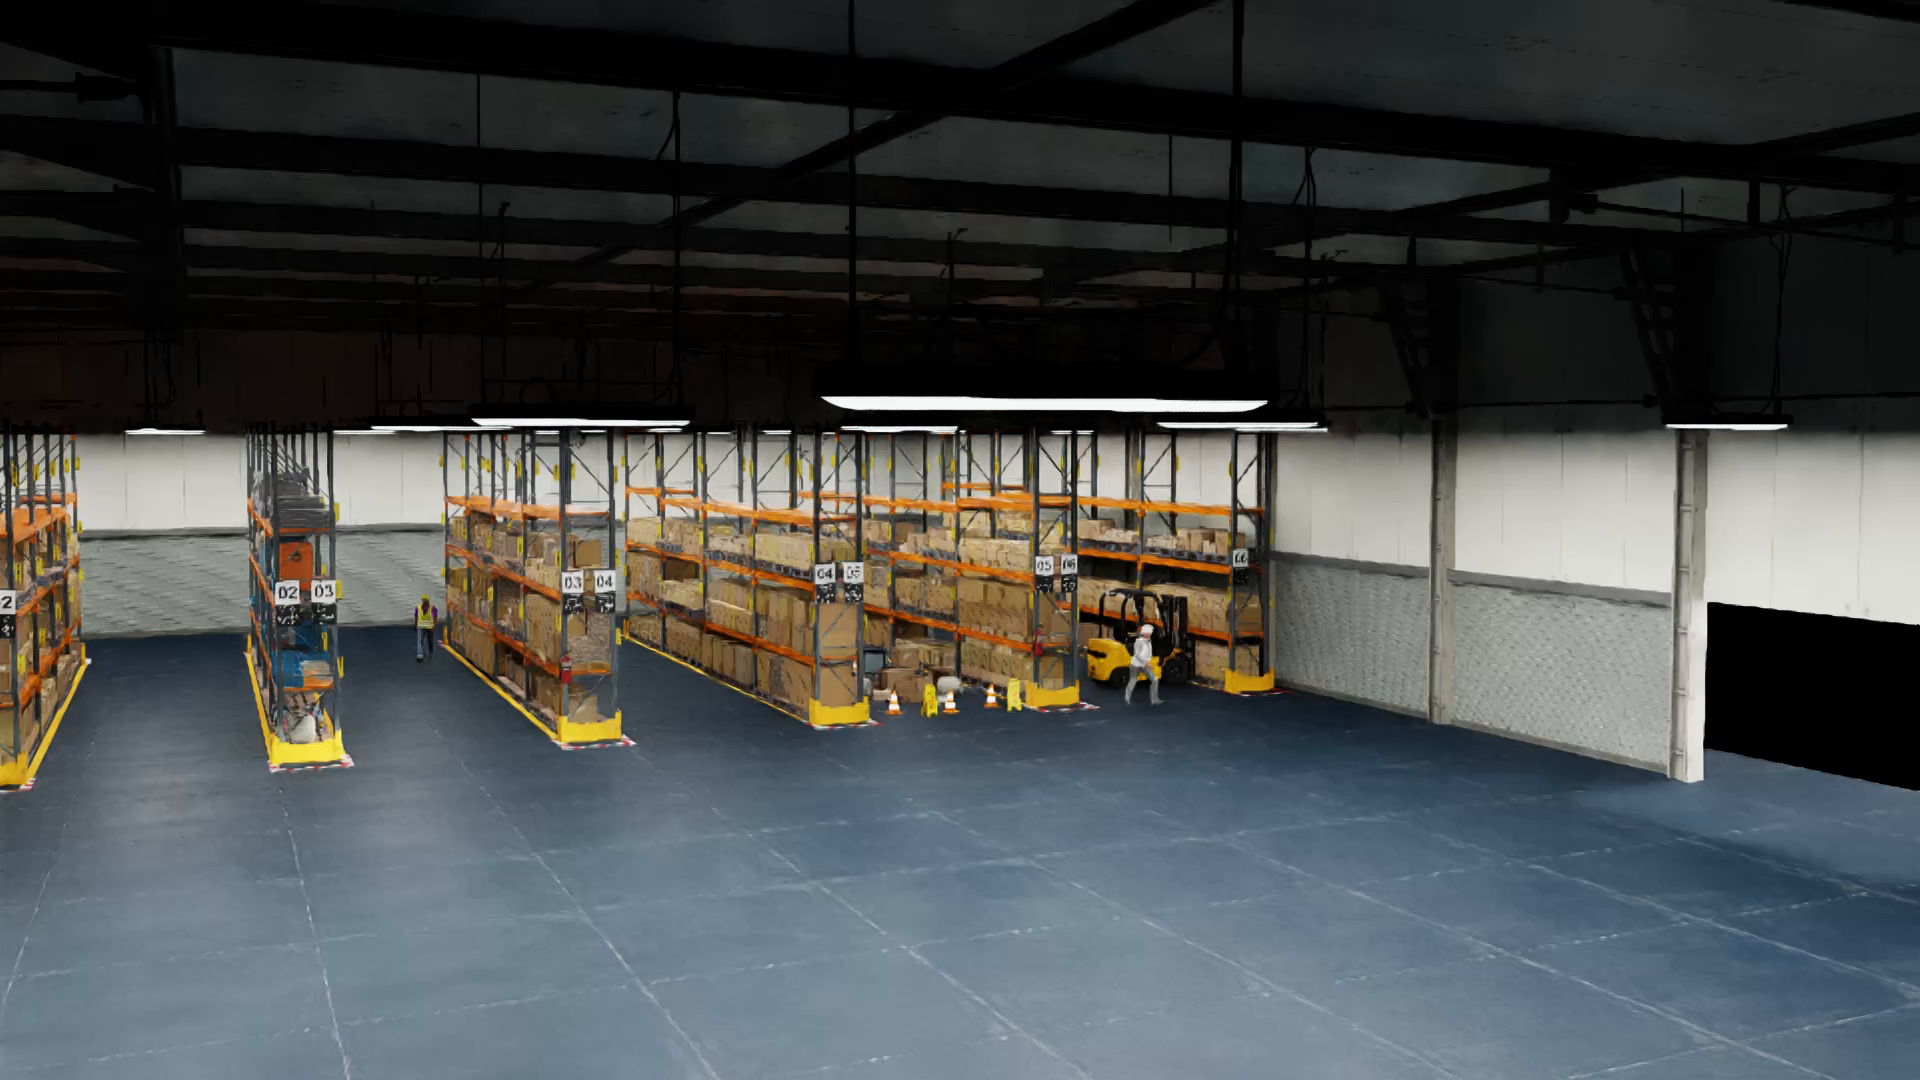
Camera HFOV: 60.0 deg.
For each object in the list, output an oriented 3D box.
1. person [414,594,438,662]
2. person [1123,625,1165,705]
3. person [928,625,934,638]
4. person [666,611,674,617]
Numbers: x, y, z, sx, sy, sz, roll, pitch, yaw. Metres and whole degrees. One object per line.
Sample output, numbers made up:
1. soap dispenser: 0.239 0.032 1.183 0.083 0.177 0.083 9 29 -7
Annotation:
1. person: -13.608 2.212 42.382 0.567 1.708 1.041 -1 4 -16
2. person: 3.868 2.650 35.347 0.780 1.716 0.675 4 5 45
3. person: -0.988 1.923 46.299 0.583 1.782 0.665 0 4 6
4. person: -8.662 1.791 49.129 0.509 1.726 0.612 -3 4 -36
